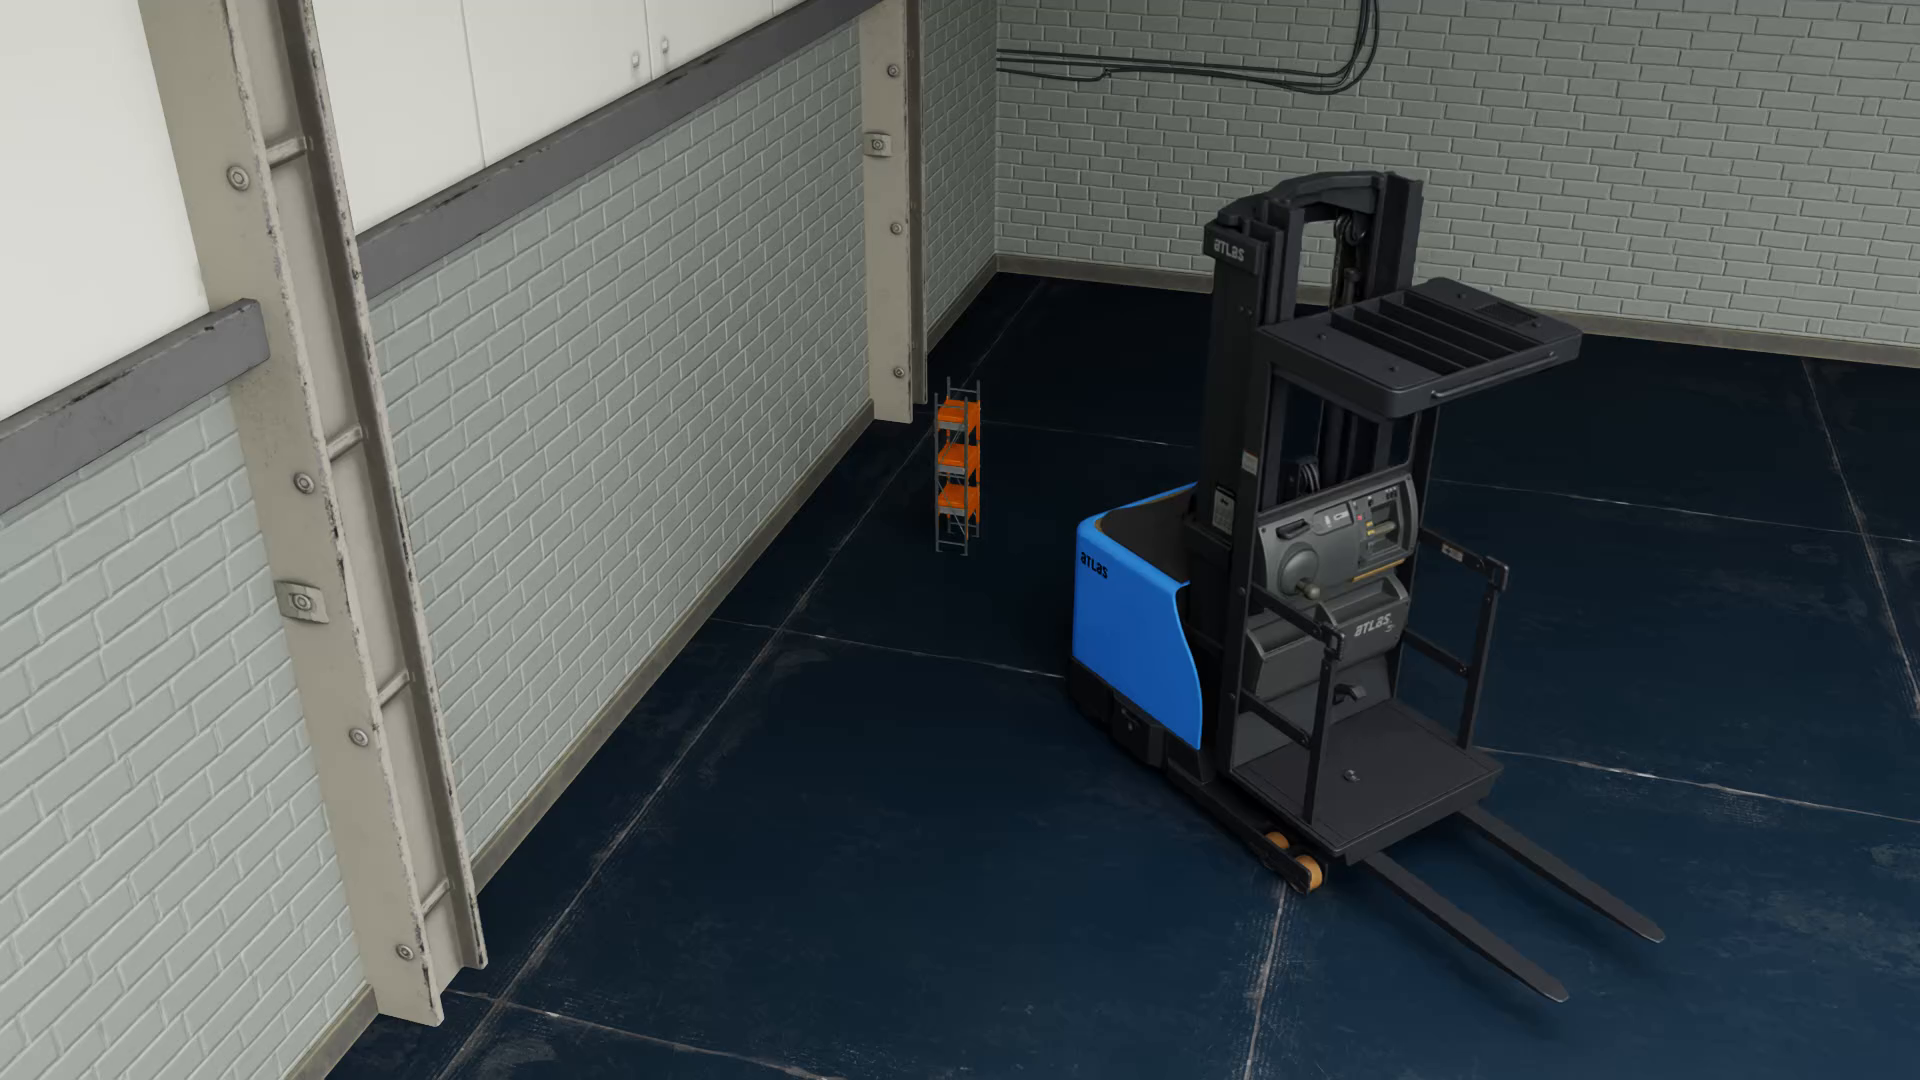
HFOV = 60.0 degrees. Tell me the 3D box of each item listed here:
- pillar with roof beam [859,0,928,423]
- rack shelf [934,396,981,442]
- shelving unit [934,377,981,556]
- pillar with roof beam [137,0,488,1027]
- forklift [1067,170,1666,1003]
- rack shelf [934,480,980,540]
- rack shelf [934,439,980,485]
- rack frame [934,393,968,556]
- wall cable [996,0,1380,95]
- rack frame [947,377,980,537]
[{"bbox_3d":[3.677,-4.254,8.640,9.100,9.000,0.400,8,30,15],"label":"pillar with roof beam"},{"bbox_3d":[-0.016,-0.673,9.817,0.215,0.259,0.240,8,30,15],"label":"rack shelf"},{"bbox_3d":[-0.016,-0.434,9.950,0.215,1.050,0.252,8,30,15],"label":"shelving unit"},{"bbox_3d":[1.916,-1.465,3.628,9.100,9.000,0.400,8,30,15],"label":"pillar with roof beam"},{"bbox_3d":[1.794,0.028,7.185,1.130,2.935,3.031,-18,34,-29],"label":"forklift"},{"bbox_3d":[-0.016,-0.182,10.090,0.215,0.259,0.240,8,30,15],"label":"rack shelf"},{"bbox_3d":[-0.016,-0.425,9.955,0.215,0.259,0.240,8,30,15],"label":"rack shelf"},{"bbox_3d":[-0.051,-0.377,9.848,0.200,1.050,0.008,8,30,15],"label":"rack frame"},{"bbox_3d":[1.691,-4.691,12.621,3.097,2.526,0.112,8,30,15],"label":"wall cable"},{"bbox_3d":[0.020,-0.491,10.052,0.200,1.050,0.008,8,30,15],"label":"rack frame"}]
